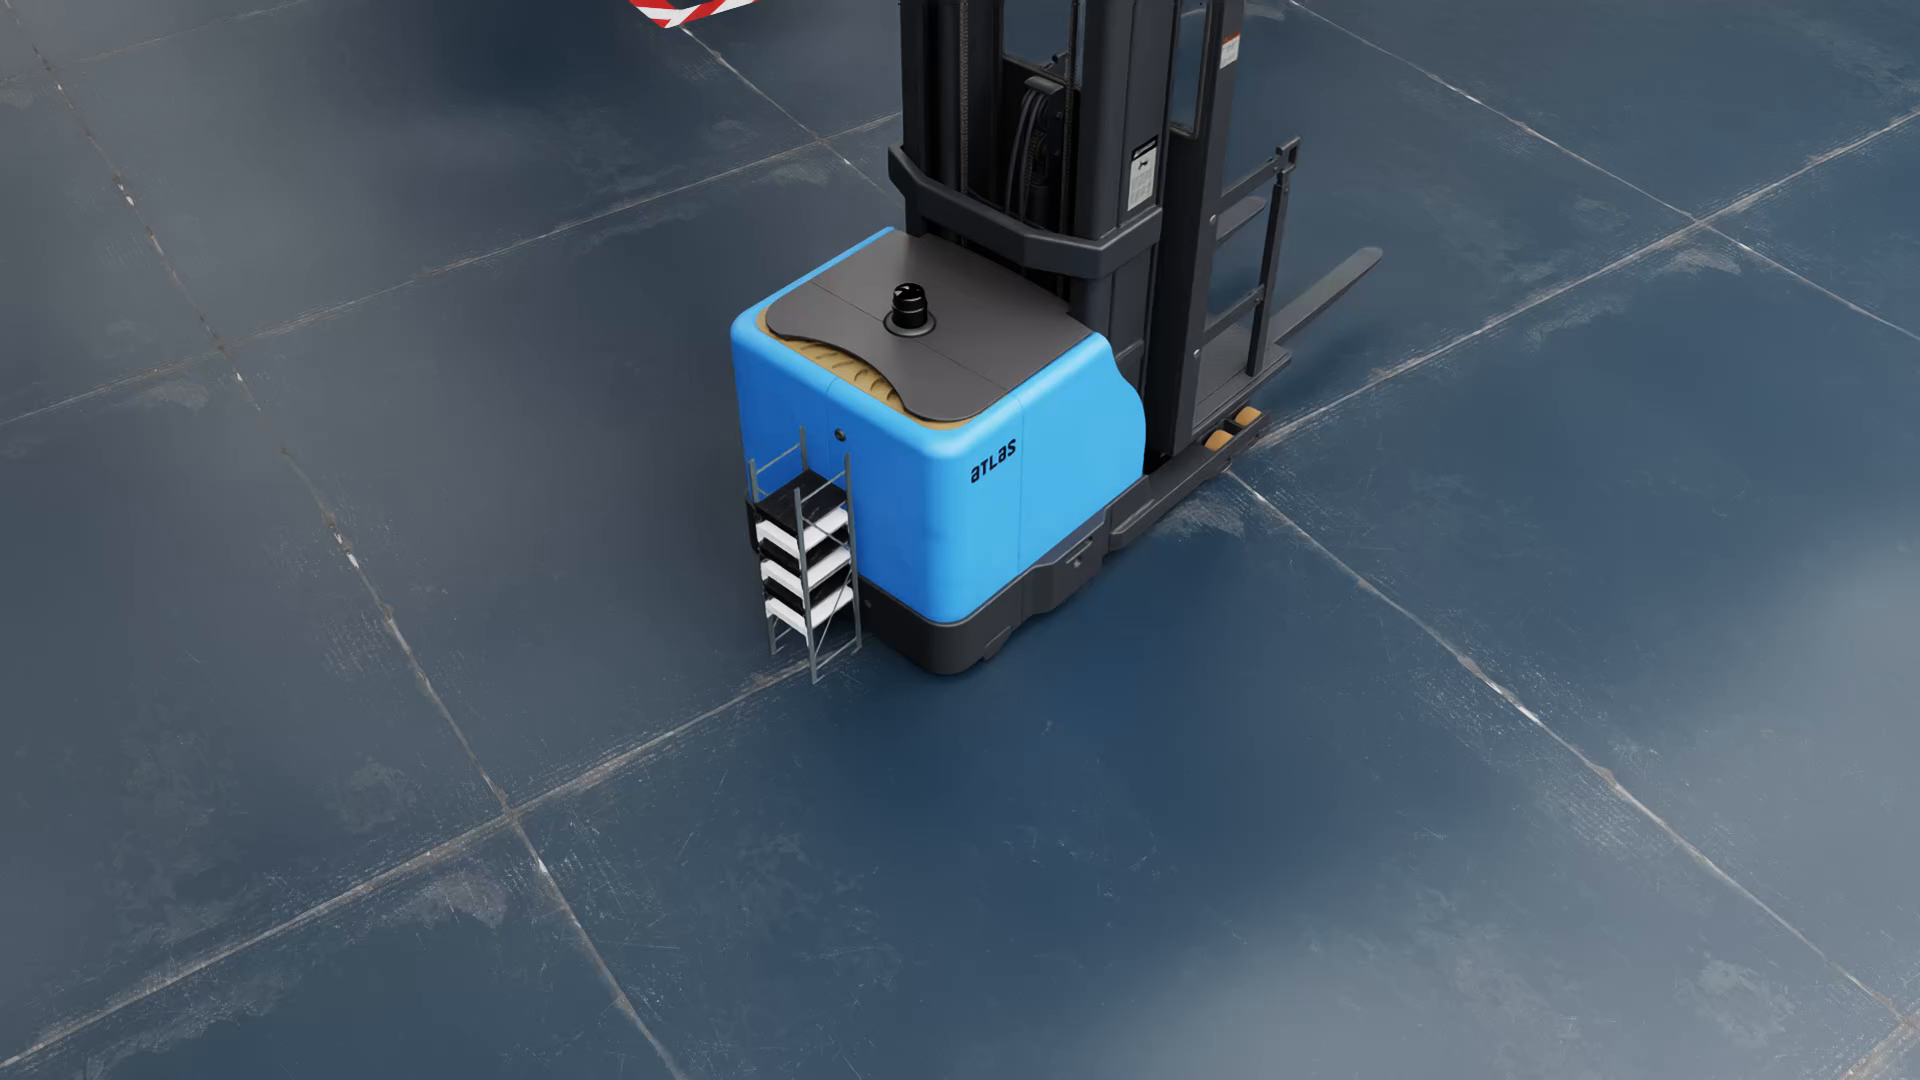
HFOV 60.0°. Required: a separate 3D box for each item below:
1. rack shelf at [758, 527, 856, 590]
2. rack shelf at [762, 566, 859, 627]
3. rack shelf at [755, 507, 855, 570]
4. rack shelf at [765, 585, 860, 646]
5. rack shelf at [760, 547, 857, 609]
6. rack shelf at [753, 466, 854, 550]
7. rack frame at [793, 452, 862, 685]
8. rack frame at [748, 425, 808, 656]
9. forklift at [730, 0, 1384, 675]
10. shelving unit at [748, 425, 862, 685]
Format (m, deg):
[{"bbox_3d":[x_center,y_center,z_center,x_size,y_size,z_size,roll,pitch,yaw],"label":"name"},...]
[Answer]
[{"bbox_3d":[-0.504,0.024,5.490,0.200,0.077,0.258,32,52,29],"label":"rack shelf"},{"bbox_3d":[-0.504,0.154,5.615,0.200,0.077,0.258,32,52,29],"label":"rack shelf"},{"bbox_3d":[-0.504,-0.041,5.428,0.200,0.077,0.258,32,52,29],"label":"rack shelf"},{"bbox_3d":[-0.503,0.219,5.677,0.200,0.077,0.258,32,52,29],"label":"rack shelf"},{"bbox_3d":[-0.504,0.089,5.552,0.200,0.077,0.258,32,52,29],"label":"rack shelf"},{"bbox_3d":[-0.504,-0.106,5.366,0.200,0.077,0.258,32,52,29],"label":"rack shelf"},{"bbox_3d":[-0.428,0.112,5.480,0.006,0.900,0.240,32,52,29],"label":"rack frame"},{"bbox_3d":[-0.579,0.018,5.579,0.006,0.900,0.240,32,52,29],"label":"rack frame"},{"bbox_3d":[0.586,-1.537,5.737,1.130,2.935,3.031,32,52,29],"label":"forklift"},{"bbox_3d":[-0.504,0.065,5.529,0.210,0.900,0.258,32,52,29],"label":"shelving unit"}]
